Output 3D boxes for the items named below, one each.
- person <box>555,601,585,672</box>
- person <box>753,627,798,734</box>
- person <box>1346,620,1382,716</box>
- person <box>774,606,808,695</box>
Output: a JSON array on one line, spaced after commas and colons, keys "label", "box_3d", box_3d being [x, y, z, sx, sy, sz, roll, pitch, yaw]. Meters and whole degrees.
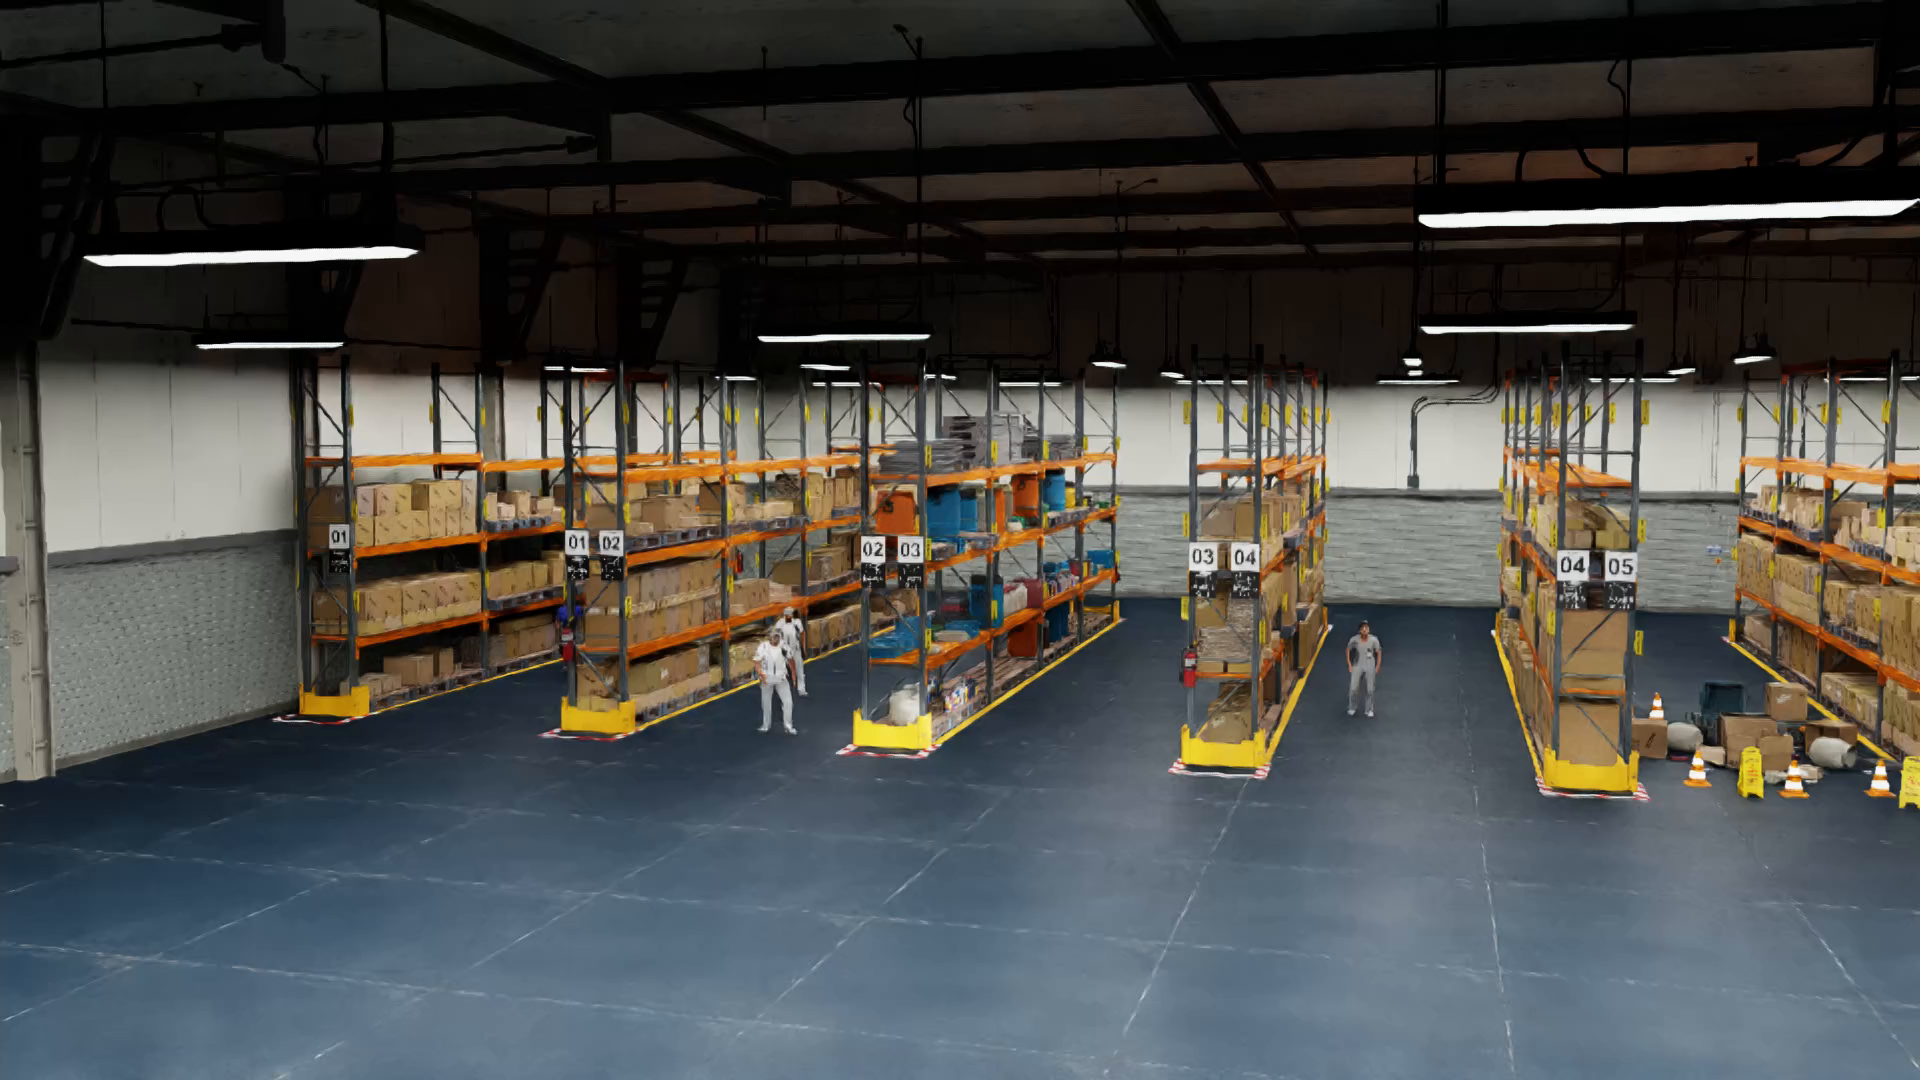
[{"label": "person", "box_3d": [-7.491, 1.840, 32.158, 0.622, 1.482, 0.822, 0, 4, -1]}, {"label": "person", "box_3d": [-2.906, 2.186, 26.167, 0.678, 1.702, 0.771, 0, 4, -6]}, {"label": "person", "box_3d": [6.708, 2.129, 27.646, 0.580, 1.619, 0.507, 1, 4, 14]}, {"label": "person", "box_3d": [-3.035, 1.959, 29.863, 0.655, 1.594, 0.824, 0, 4, -2]}]
